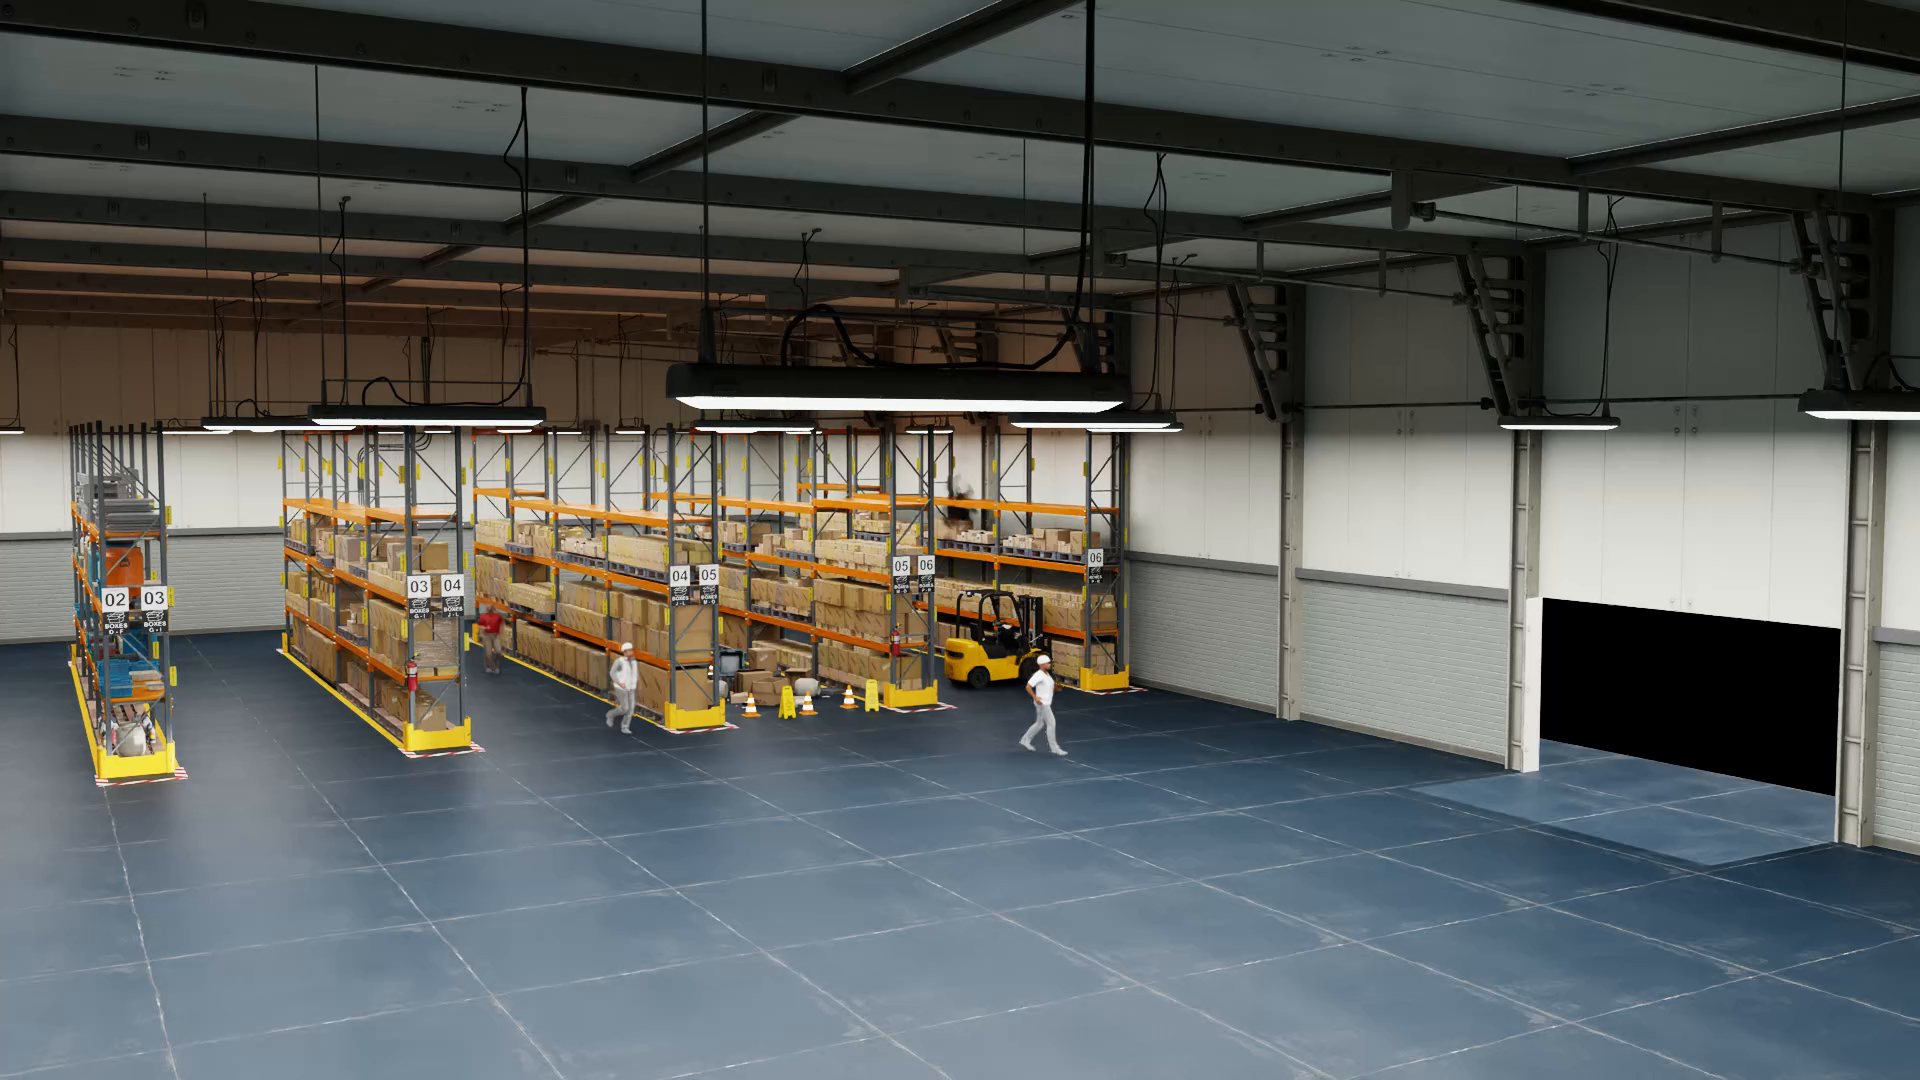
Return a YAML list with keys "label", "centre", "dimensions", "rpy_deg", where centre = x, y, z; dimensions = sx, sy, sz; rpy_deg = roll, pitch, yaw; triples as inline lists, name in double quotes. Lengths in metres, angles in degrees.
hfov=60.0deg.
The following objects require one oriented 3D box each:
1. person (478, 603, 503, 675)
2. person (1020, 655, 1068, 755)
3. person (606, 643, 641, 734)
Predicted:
- label: "person"
  centre: [-11.281, 2.402, 40.102]
  dimensions: [0.643, 1.754, 0.676]
  rpy_deg: [-2, 4, -28]
- label: "person"
  centre: [1.512, 2.958, 29.934]
  dimensions: [0.887, 1.769, 0.704]
  rpy_deg: [1, 4, 12]
- label: "person"
  centre: [-6.520, 2.872, 32.379]
  dimensions: [0.640, 1.747, 0.681]
  rpy_deg: [3, 4, 36]
